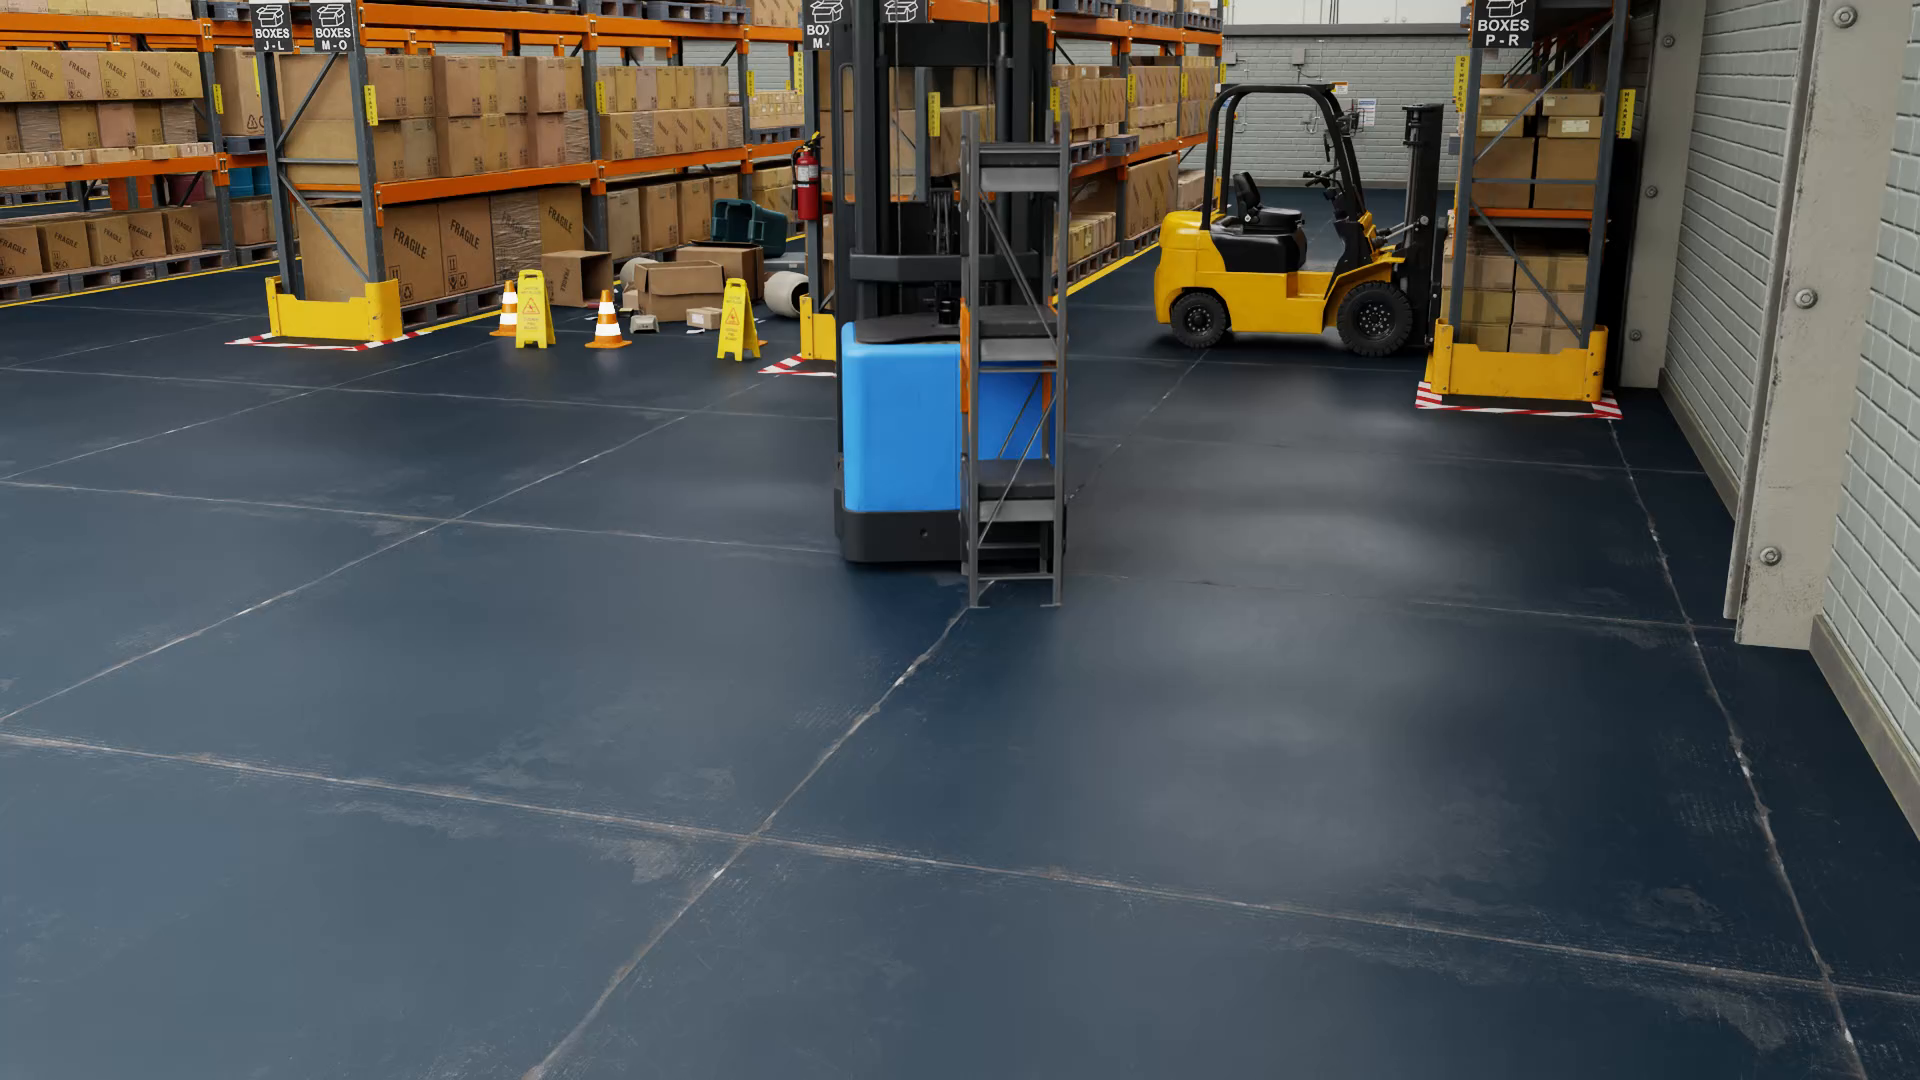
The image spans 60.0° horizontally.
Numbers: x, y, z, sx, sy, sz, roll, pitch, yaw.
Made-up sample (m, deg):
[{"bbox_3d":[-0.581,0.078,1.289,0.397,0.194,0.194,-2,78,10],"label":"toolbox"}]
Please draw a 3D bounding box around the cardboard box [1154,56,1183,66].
[{"bbox_3d":[3.025,-6.942,24.104,0.380,0.149,0.250,4,16,15],"label":"cardboard box"}]

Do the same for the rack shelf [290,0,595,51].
[{"bbox_3d":[-4.930,-4.877,15.847,1.077,0.370,4.000,5,16,16],"label":"rack shelf"}]

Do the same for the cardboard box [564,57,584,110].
[{"bbox_3d":[-4.500,-4.801,17.505,0.875,0.550,0.550,5,16,16],"label":"cardboard box"}]

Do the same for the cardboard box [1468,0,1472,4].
[{"bbox_3d":[6.611,-6.847,20.981,0.380,0.149,0.250,5,17,17],"label":"cardboard box"}]

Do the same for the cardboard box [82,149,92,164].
[{"bbox_3d":[-9.453,-4.063,17.619,0.380,0.149,0.250,5,16,16],"label":"cardboard box"}]

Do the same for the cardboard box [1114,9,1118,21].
[{"bbox_3d":[1.661,-6.216,19.710,0.380,0.149,0.250,5,16,16],"label":"cardboard box"}]

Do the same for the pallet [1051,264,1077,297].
[{"bbox_3d":[0.633,-2.808,17.842,1.003,0.211,1.213,5,16,16],"label":"pallet"}]

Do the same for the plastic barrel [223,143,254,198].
[{"bbox_3d":[-11.936,-6.058,27.265,0.600,0.901,0.708,5,16,16],"label":"plastic barrel"}]

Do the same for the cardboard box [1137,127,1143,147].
[{"bbox_3d":[2.059,-5.164,21.314,0.500,0.250,0.500,4,16,14],"label":"cardboard box"}]

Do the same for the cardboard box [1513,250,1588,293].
[{"bbox_3d":[4.354,-1.987,12.273,0.500,0.250,0.500,4,16,15],"label":"cardboard box"}]

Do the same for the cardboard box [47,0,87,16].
[{"bbox_3d":[-9.412,-5.546,17.163,0.500,0.250,0.500,5,17,18],"label":"cardboard box"}]

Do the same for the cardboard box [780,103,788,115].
[{"bbox_3d":[-2.604,-5.957,22.980,0.380,0.149,0.250,5,16,16],"label":"cardboard box"}]

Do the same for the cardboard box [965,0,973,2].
[{"bbox_3d":[-0.103,-4.562,13.879,0.380,0.149,0.250,4,16,14],"label":"cardboard box"}]

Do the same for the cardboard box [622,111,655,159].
[{"bbox_3d":[-3.812,-4.600,18.867,0.500,0.500,0.500,5,17,16],"label":"cardboard box"}]

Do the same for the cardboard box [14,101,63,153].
[{"bbox_3d":[-9.832,-4.268,17.152,0.875,0.500,0.500,5,16,16],"label":"cardboard box"}]

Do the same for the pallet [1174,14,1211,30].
[{"bbox_3d":[3.277,-7.970,25.599,1.003,0.211,1.213,5,16,16],"label":"pallet"}]

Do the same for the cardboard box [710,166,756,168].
[{"bbox_3d":[-3.149,-5.042,23.046,0.500,0.250,0.500,5,17,17],"label":"cardboard box"}]

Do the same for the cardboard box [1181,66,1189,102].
[{"bbox_3d":[3.054,-6.674,24.345,0.500,0.500,0.500,5,17,16],"label":"cardboard box"}]

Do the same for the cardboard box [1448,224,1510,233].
[{"bbox_3d":[4.449,-2.556,14.280,0.500,0.250,0.500,5,17,18],"label":"cardboard box"}]

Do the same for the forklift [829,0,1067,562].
[{"bbox_3d":[-0.129,-1.657,8.801,1.130,2.935,3.031,-1,16,-4],"label":"forklift"}]

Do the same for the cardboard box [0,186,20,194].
[{"bbox_3d":[-16.469,-6.174,28.375,0.500,0.500,0.500,5,17,17],"label":"cardboard box"}]

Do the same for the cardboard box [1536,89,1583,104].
[{"bbox_3d":[5.198,-3.825,14.402,0.380,0.149,0.250,4,16,15],"label":"cardboard box"}]

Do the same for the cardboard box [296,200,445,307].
[{"bbox_3d":[-5.369,-2.619,15.190,0.875,0.875,0.875,5,17,16],"label":"cardboard box"}]

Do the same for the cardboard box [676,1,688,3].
[{"bbox_3d":[-3.642,-6.828,20.617,0.500,0.311,0.500,5,16,16],"label":"cardboard box"}]

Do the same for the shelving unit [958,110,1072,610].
[{"bbox_3d":[0.225,-0.778,7.223,0.431,2.100,0.503,-1,16,-4],"label":"shelving unit"}]

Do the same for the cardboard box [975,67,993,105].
[{"bbox_3d":[-0.086,-4.388,15.741,0.700,0.500,0.500,5,17,16],"label":"cardboard box"}]

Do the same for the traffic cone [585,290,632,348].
[{"bbox_3d":[-2.999,-1.888,14.139,0.336,0.463,0.334,5,16,16],"label":"traffic cone"}]

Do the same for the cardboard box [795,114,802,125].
[{"bbox_3d":[-2.454,-5.947,23.491,0.380,0.149,0.250,4,16,14],"label":"cardboard box"}]

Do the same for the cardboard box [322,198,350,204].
[{"bbox_3d":[-8.423,-4.298,21.760,0.700,0.500,0.500,6,17,21],"label":"cardboard box"}]

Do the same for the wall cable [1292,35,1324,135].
[{"bbox_3d":[6.766,-8.944,32.504,0.588,1.984,0.122,5,16,16],"label":"wall cable"}]

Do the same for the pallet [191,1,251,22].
[{"bbox_3d":[-8.811,-6.220,19.609,1.213,0.211,1.003,5,16,16],"label":"pallet"}]

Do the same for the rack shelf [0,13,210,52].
[{"bbox_3d":[-9.657,-5.288,17.297,1.077,0.370,4.000,5,16,16],"label":"rack shelf"}]

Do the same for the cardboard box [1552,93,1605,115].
[{"bbox_3d":[4.472,-3.155,12.037,0.380,0.149,0.250,5,17,18],"label":"cardboard box"}]

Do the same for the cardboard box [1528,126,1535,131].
[{"bbox_3d":[5.024,-3.207,13.957,0.500,0.500,0.500,4,16,14],"label":"cardboard box"}]

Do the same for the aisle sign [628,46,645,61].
[{"bbox_3d":[-5.946,-9.146,30.315,0.394,0.787,0.004,5,16,16],"label":"aisle sign"}]

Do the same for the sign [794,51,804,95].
[{"bbox_3d":[-1.250,-3.657,13.023,0.100,0.325,0.005,5,16,16],"label":"sign"}]

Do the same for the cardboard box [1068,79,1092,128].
[{"bbox_3d":[1.116,-4.699,17.900,0.500,0.500,0.500,5,16,16],"label":"cardboard box"}]

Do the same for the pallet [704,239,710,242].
[{"bbox_3d":[-3.521,-3.808,21.367,1.003,0.211,1.213,5,16,16],"label":"pallet"}]

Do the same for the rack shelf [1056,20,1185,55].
[{"bbox_3d":[2.118,-6.612,21.966,1.077,0.370,4.000,5,16,16],"label":"rack shelf"}]

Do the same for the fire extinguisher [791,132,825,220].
[{"bbox_3d":[-1.198,-2.868,13.085,0.296,0.674,0.183,5,16,16],"label":"fire extinguisher"}]

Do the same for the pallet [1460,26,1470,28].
[{"bbox_3d":[7.194,-6.842,21.803,1.213,0.211,1.003,5,16,16],"label":"pallet"}]

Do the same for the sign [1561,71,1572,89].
[{"bbox_3d":[6.843,-5.123,18.772,0.100,0.325,0.005,5,16,16],"label":"sign"}]

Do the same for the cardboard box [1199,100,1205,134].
[{"bbox_3d":[3.512,-6.585,25.865,0.500,0.500,0.500,5,17,18],"label":"cardboard box"}]

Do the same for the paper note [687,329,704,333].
[{"bbox_3d":[-2.364,-1.872,14.875,0.148,0.019,0.142,-1,16,-3],"label":"paper note"}]

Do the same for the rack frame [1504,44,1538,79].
[{"bbox_3d":[8.583,-6.701,26.458,1.000,3.000,0.127,5,16,16],"label":"rack frame"}]

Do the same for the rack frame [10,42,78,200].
[{"bbox_3d":[-16.312,-7.576,29.544,1.000,3.000,0.127,5,16,16],"label":"rack frame"}]

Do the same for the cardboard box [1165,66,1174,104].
[{"bbox_3d":[2.660,-6.295,23.012,0.500,0.500,0.500,5,17,17],"label":"cardboard box"}]

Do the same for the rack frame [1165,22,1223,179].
[{"bbox_3d":[3.823,-7.085,27.812,1.000,3.000,0.127,5,16,16],"label":"rack frame"}]

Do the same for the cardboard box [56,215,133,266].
[{"bbox_3d":[-9.497,-3.293,18.254,0.500,0.500,0.500,3,16,11],"label":"cardboard box"}]

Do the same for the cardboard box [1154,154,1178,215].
[{"bbox_3d":[2.587,-5.050,23.761,0.875,0.875,0.875,5,17,18],"label":"cardboard box"}]

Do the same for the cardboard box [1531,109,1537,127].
[{"bbox_3d":[5.010,-3.552,13.985,0.380,0.149,0.250,5,17,18],"label":"cardboard box"}]

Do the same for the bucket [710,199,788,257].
[{"bbox_3d":[-2.190,-3.245,17.487,0.726,0.611,0.620,11,9,35],"label":"bucket"}]

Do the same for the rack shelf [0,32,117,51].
[{"bbox_3d":[-13.269,-6.718,22.340,1.077,0.370,4.000,5,16,16],"label":"rack shelf"}]

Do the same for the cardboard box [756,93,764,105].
[{"bbox_3d":[-2.834,-5.893,22.211,0.380,0.149,0.250,4,16,14],"label":"cardboard box"}]

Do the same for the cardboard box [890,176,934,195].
[{"bbox_3d":[-0.429,-2.851,13.345,0.380,0.149,0.250,5,16,16],"label":"cardboard box"}]

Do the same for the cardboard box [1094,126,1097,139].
[{"bbox_3d":[1.317,-4.558,18.592,0.380,0.149,0.250,4,16,14],"label":"cardboard box"}]
